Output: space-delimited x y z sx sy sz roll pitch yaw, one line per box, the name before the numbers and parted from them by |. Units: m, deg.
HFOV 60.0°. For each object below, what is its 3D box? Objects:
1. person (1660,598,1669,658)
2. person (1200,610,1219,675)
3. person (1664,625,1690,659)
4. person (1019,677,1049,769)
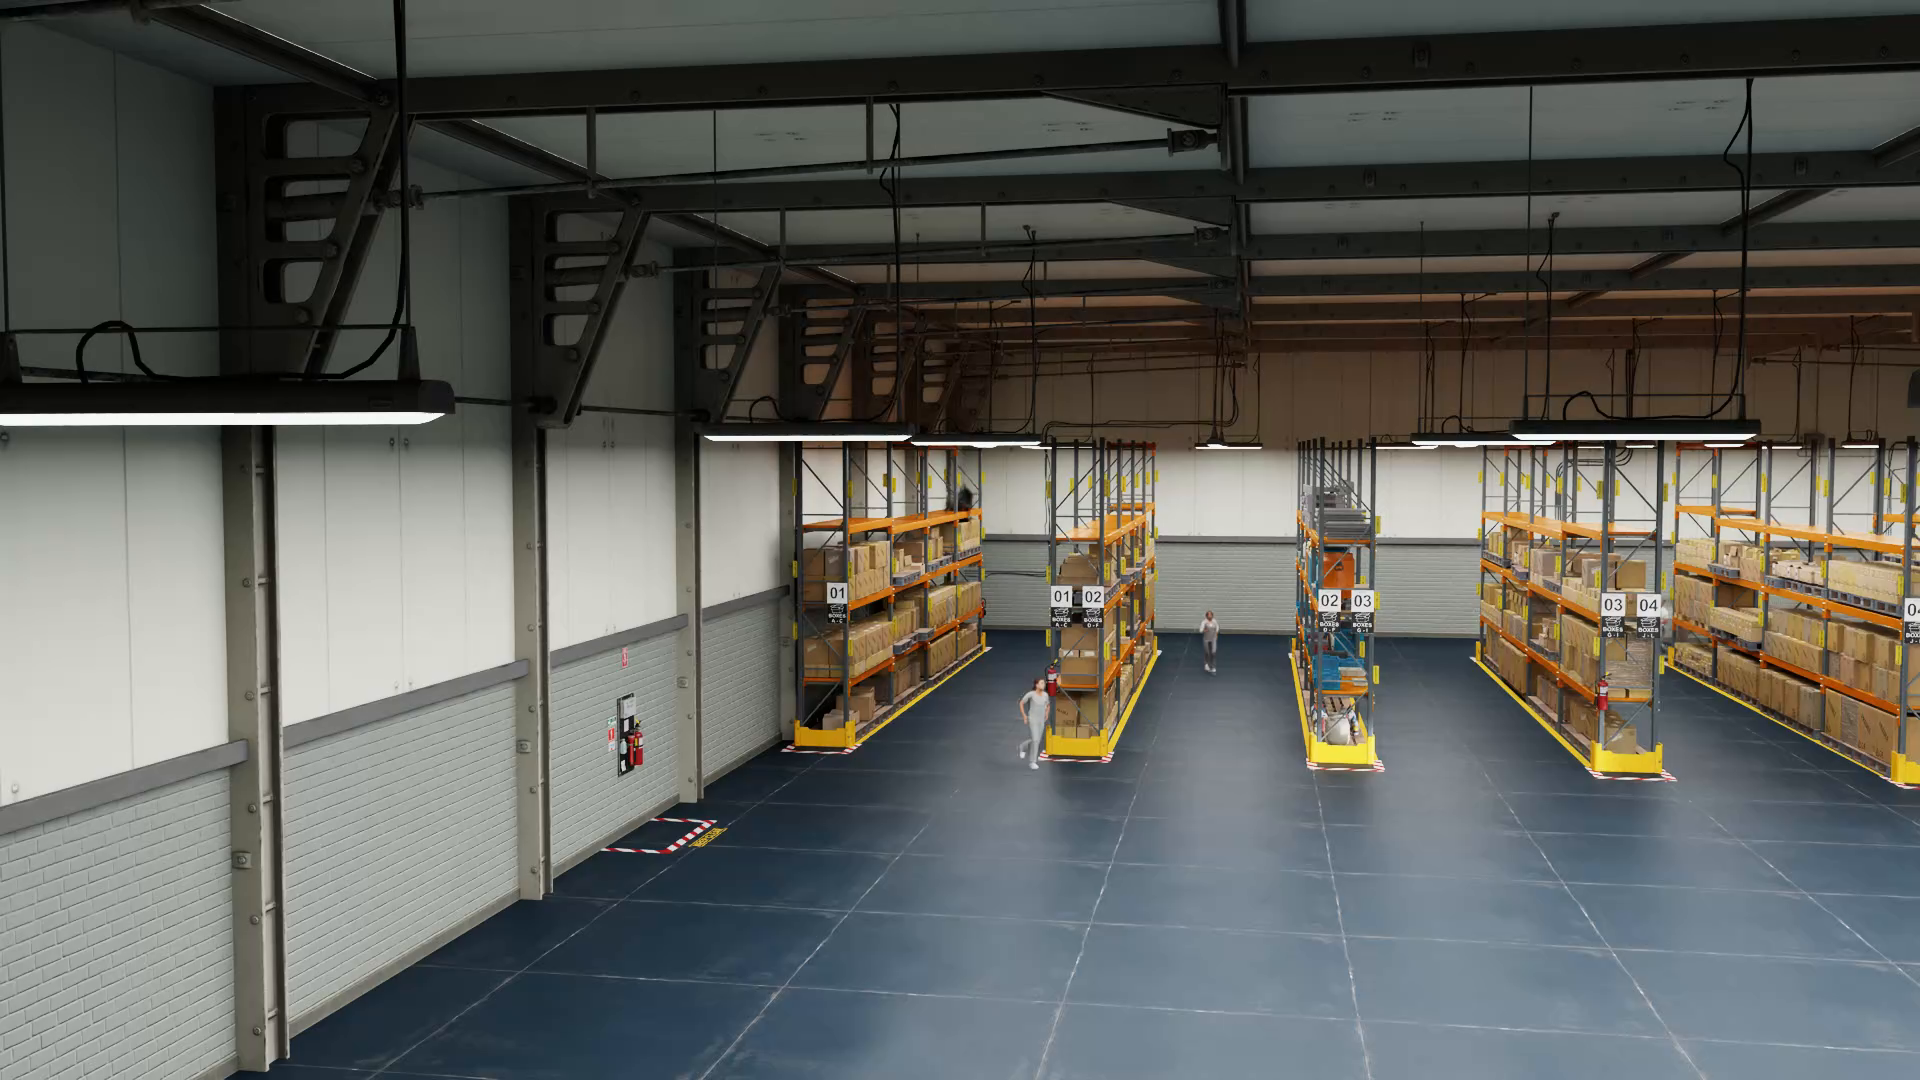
person | 19.148 2.451 45.490 0.837 1.781 0.679 -1 3 -16
person | 6.454 2.642 43.031 0.531 1.597 0.805 0 3 -1
person | 19.853 2.463 45.708 0.857 1.705 0.696 0 3 9
person | 1.375 3.311 30.375 0.606 1.628 0.766 -2 3 -29
